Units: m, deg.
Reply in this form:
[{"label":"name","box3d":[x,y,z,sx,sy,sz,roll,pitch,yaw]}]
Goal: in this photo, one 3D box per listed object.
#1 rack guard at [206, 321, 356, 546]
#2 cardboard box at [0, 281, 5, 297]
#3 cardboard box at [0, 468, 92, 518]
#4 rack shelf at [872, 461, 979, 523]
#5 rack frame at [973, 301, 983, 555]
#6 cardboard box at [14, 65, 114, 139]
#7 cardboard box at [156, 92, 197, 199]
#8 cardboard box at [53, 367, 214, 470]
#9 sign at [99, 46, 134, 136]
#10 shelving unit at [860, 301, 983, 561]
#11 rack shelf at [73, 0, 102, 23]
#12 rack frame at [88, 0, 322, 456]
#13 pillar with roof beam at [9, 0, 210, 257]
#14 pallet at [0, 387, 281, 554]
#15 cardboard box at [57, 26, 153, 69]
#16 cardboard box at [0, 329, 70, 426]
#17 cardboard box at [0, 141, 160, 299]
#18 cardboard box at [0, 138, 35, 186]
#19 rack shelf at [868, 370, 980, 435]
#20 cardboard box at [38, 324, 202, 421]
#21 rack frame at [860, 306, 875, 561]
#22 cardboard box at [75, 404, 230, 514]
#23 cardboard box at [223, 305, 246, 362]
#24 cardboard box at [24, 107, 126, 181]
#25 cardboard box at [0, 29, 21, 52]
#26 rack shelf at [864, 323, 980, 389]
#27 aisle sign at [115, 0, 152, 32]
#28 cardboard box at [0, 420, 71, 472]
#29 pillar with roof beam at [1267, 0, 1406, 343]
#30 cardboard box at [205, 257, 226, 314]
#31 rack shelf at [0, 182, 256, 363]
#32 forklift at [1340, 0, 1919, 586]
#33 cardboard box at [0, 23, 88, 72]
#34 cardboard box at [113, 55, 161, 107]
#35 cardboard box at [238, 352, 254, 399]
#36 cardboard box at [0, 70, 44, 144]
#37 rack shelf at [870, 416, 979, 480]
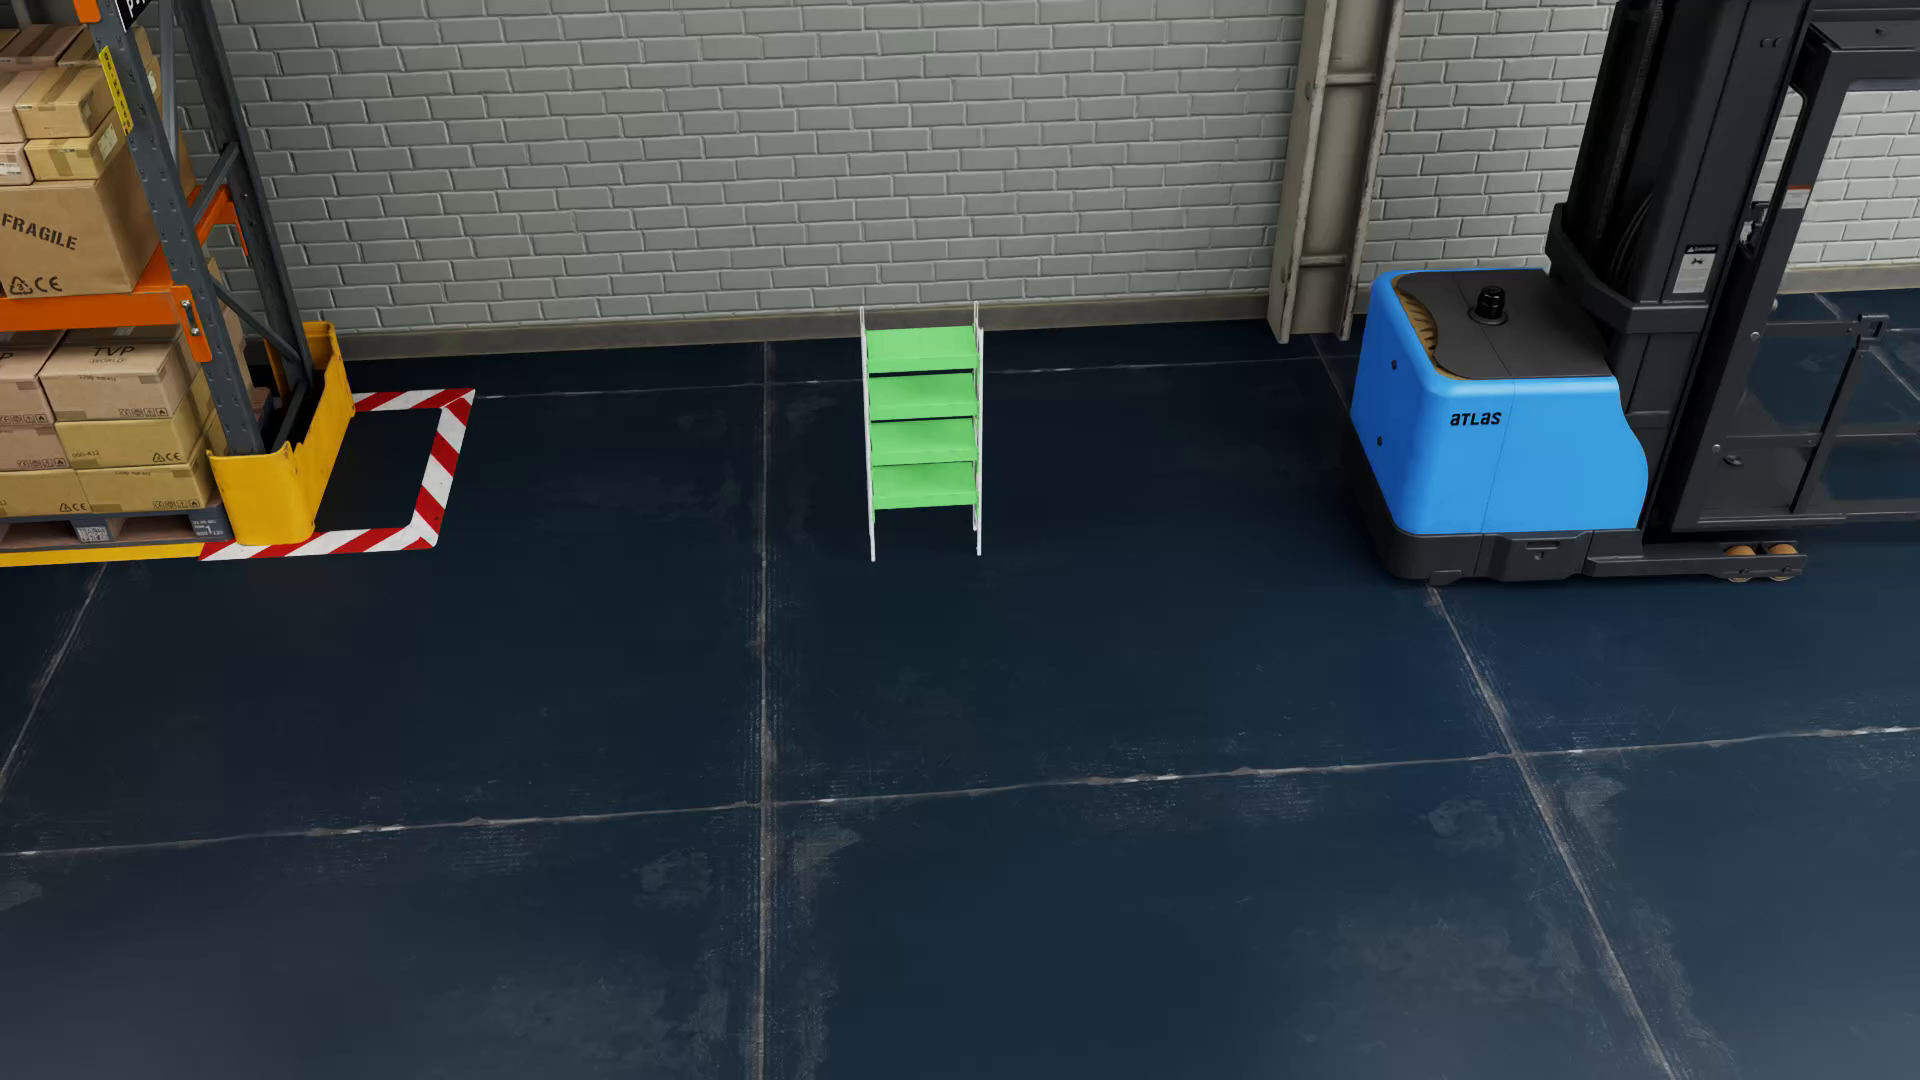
[{"label":"rack guard","box3d":[-3.250,-0.534,8.023,0.348,0.500,1.175,-3,38,-4]},{"label":"cardboard box","box3d":[-4.258,-1.341,6.948,0.500,0.500,0.500,-2,38,-3]},{"label":"cardboard box","box3d":[-4.210,-0.357,7.662,0.500,0.250,0.500,-3,38,-4]},{"label":"rack shelf","box3d":[-0.165,-0.223,7.555,0.480,0.148,0.258,-3,38,-4]},{"label":"rack frame","box3d":[0.078,-0.475,7.384,0.015,1.200,0.240,-3,38,-4]},{"label":"cardboard box","box3d":[-3.612,-1.775,6.733,0.250,0.149,0.380,-3,38,-4]},{"label":"cardboard box","box3d":[-3.792,-1.697,7.399,0.500,0.500,0.500,-2,38,-3]},{"label":"cardboard box","box3d":[-3.731,-0.576,7.535,0.500,0.250,0.500,-4,38,-5]},{"label":"sign","box3d":[-3.239,-1.726,6.390,0.005,0.325,0.100,-3,38,-4]},{"label":"shelving unit","box3d":[-0.165,-0.462,7.367,0.503,1.200,0.258,-3,38,-4]},{"label":"rack shelf","box3d":[-5.266,-2.299,6.402,4.000,0.370,1.077,-3,38,-4]},{"label":"rack frame","box3d":[-3.274,-1.514,7.247,0.127,3.000,1.000,-3,38,-4]},{"label":"pillar with roof beam","box3d":[-3.666,-1.731,2.679,0.400,9.000,9.100,-3,38,-4]},{"label":"pallet","box3d":[-4.032,-0.351,8.025,1.213,0.211,1.003,-3,38,-4]},{"label":"cardboard box","box3d":[-3.627,-2.038,7.067,0.250,0.149,0.380,-4,38,-5]},{"label":"cardboard box","box3d":[-4.213,-0.742,7.343,0.500,0.250,0.500,-2,38,-3]},{"label":"cardboard box","box3d":[-3.740,-1.364,6.976,0.500,0.500,0.500,-4,38,-5]},{"label":"cardboard box","box3d":[-3.846,-1.583,6.731,0.250,0.149,0.380,-3,38,-3]},{"label":"rack shelf","box3d":[-0.165,-0.600,7.258,0.480,0.148,0.258,-3,38,-4]},{"label":"cardboard box","box3d":[-3.705,-0.774,7.383,0.500,0.250,0.500,-2,38,-2]},{"label":"rack frame","box3d":[-0.408,-0.449,7.350,0.015,1.200,0.240,-3,38,-4]},{"label":"cardboard box","box3d":[-3.714,-0.378,7.689,0.500,0.250,0.500,-3,38,-4]},{"label":"cardboard box","box3d":[-3.760,-0.898,7.943,0.500,0.250,0.500,-2,38,-3]},{"label":"cardboard box","box3d":[-3.594,-1.616,6.772,0.250,0.149,0.380,-3,38,-3]},{"label":"cardboard box","box3d":[-4.152,-2.021,7.045,0.250,0.149,0.380,-2,38,-3]},{"label":"rack shelf","box3d":[-0.165,-0.789,7.109,0.480,0.148,0.258,-3,38,-4]},{"label":"aisle sign","box3d":[-3.182,-2.357,6.217,0.004,0.787,0.394,-3,38,-4]},{"label":"cardboard box","box3d":[-4.231,-0.555,7.509,0.500,0.250,0.500,-3,38,-4]},{"label":"pillar with roof beam","box3d":[2.311,-2.060,3.096,0.400,9.000,9.100,-3,38,-4]},{"label":"cardboard box","box3d":[-3.769,-1.082,7.773,0.500,0.250,0.500,-4,38,-5]},{"label":"rack shelf","box3d":[-5.266,-1.122,7.331,4.000,0.370,1.077,-3,38,-4]},{"label":"forklift","box3d":[3.398,-1.288,7.016,3.031,2.935,1.130,-2,38,-2]},{"label":"cardboard box","box3d":[-3.897,-2.062,7.097,0.250,0.149,0.380,-2,38,-2]},{"label":"cardboard box","box3d":[-3.634,-1.949,7.194,0.250,0.149,0.380,-4,38,-5]},{"label":"cardboard box","box3d":[-3.780,-0.693,8.087,0.500,0.250,0.500,-3,38,-4]},{"label":"cardboard box","box3d":[-3.855,-1.742,6.692,0.250,0.149,0.380,-3,38,-4]},{"label":"rack shelf","box3d":[-0.165,-0.412,7.406,0.480,0.148,0.258,-3,38,-4]}]
